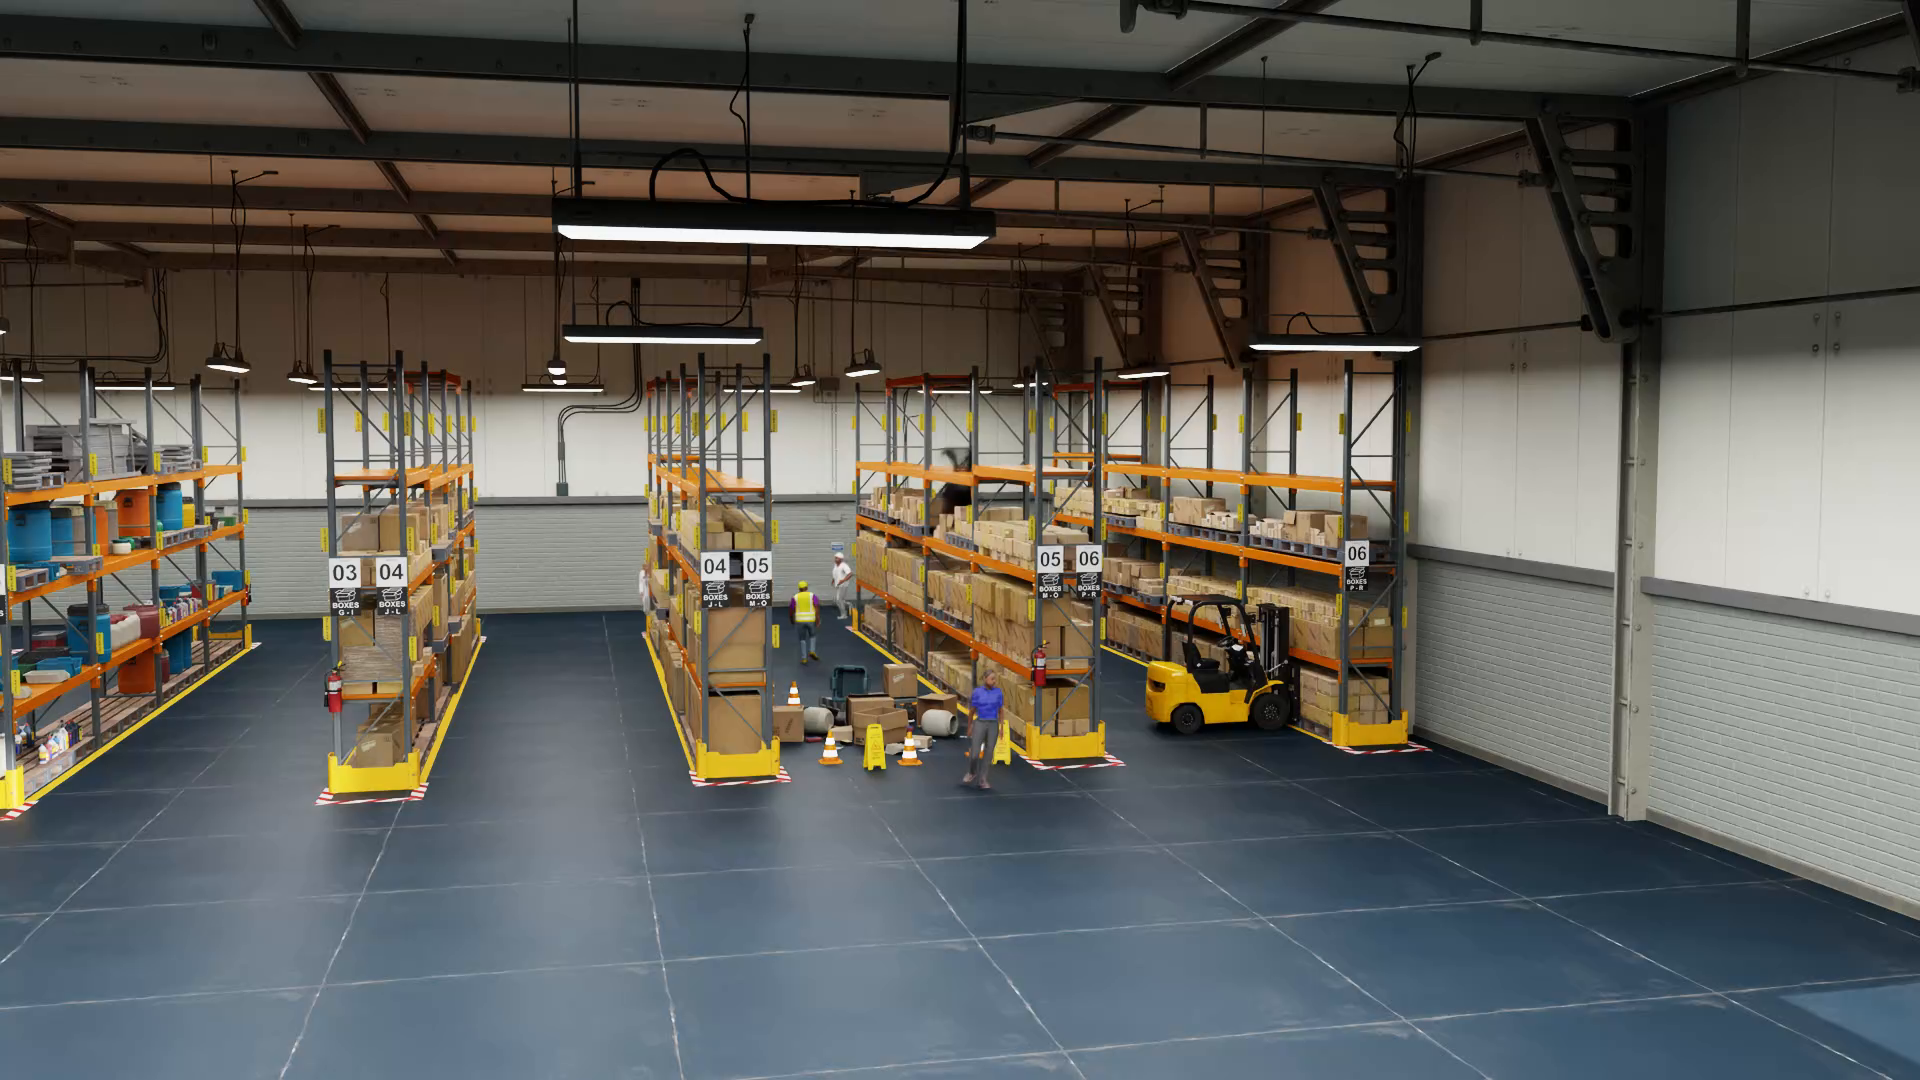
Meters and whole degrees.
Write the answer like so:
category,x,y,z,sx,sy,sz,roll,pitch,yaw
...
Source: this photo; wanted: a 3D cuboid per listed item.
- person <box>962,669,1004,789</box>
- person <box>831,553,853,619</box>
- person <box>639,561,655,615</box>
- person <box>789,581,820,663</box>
category,x,y,z,sx,sy,sz,roll,pitch,yaw
person,0.313,2.581,22.838,0.555,1.648,0.433,-1,4,-15
person,-3.042,1.177,42.980,0.616,1.699,0.727,-3,5,-37
person,-7.496,1.343,40.661,0.694,1.728,0.725,2,4,22
person,-3.265,1.710,34.952,0.659,1.679,0.688,0,4,-5
